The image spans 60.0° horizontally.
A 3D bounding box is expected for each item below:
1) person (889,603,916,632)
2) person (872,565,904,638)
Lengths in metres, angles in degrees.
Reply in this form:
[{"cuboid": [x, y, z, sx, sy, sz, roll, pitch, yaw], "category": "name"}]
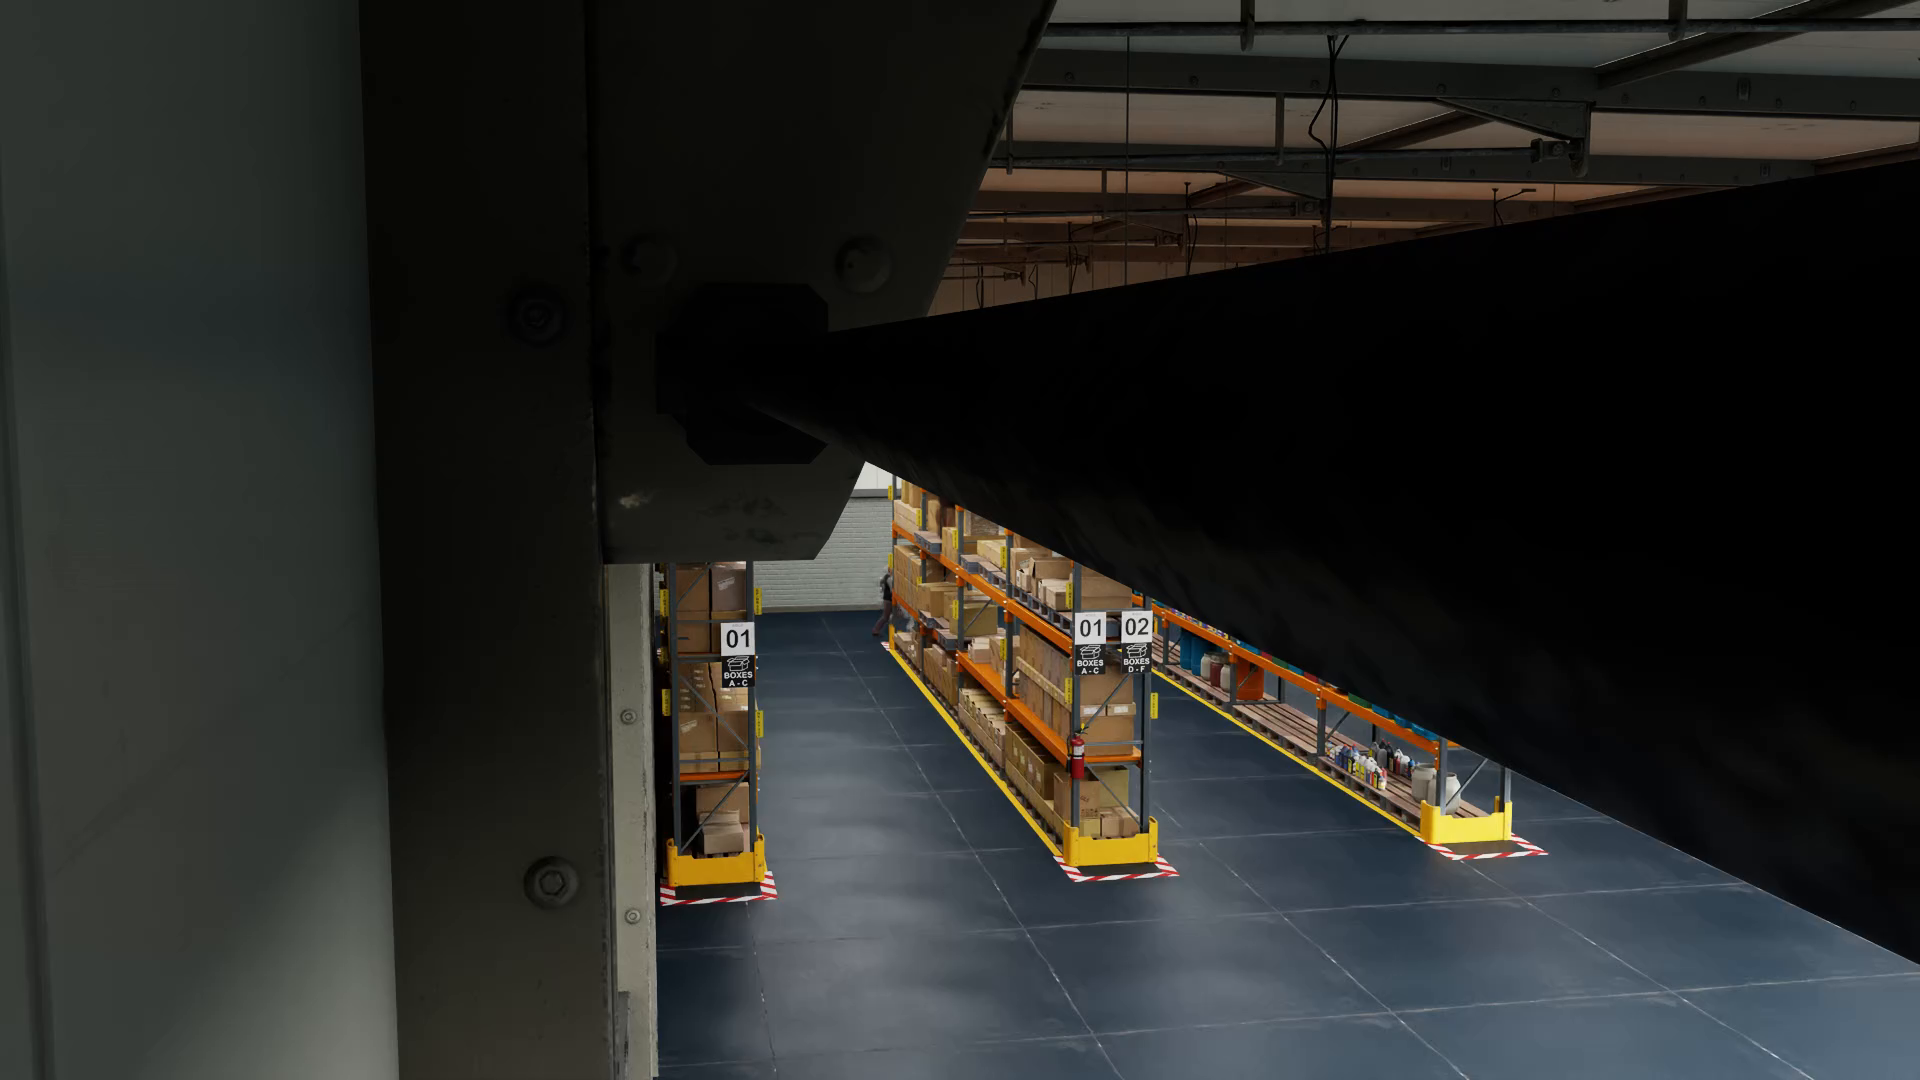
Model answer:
[{"cuboid": [-1.300, 1.364, 38.592, 0.695, 1.619, 0.592, 4, 7, 31], "category": "person"}, {"cuboid": [-1.593, 1.416, 37.615, 0.809, 1.765, 0.638, 0, 6, -2], "category": "person"}]
